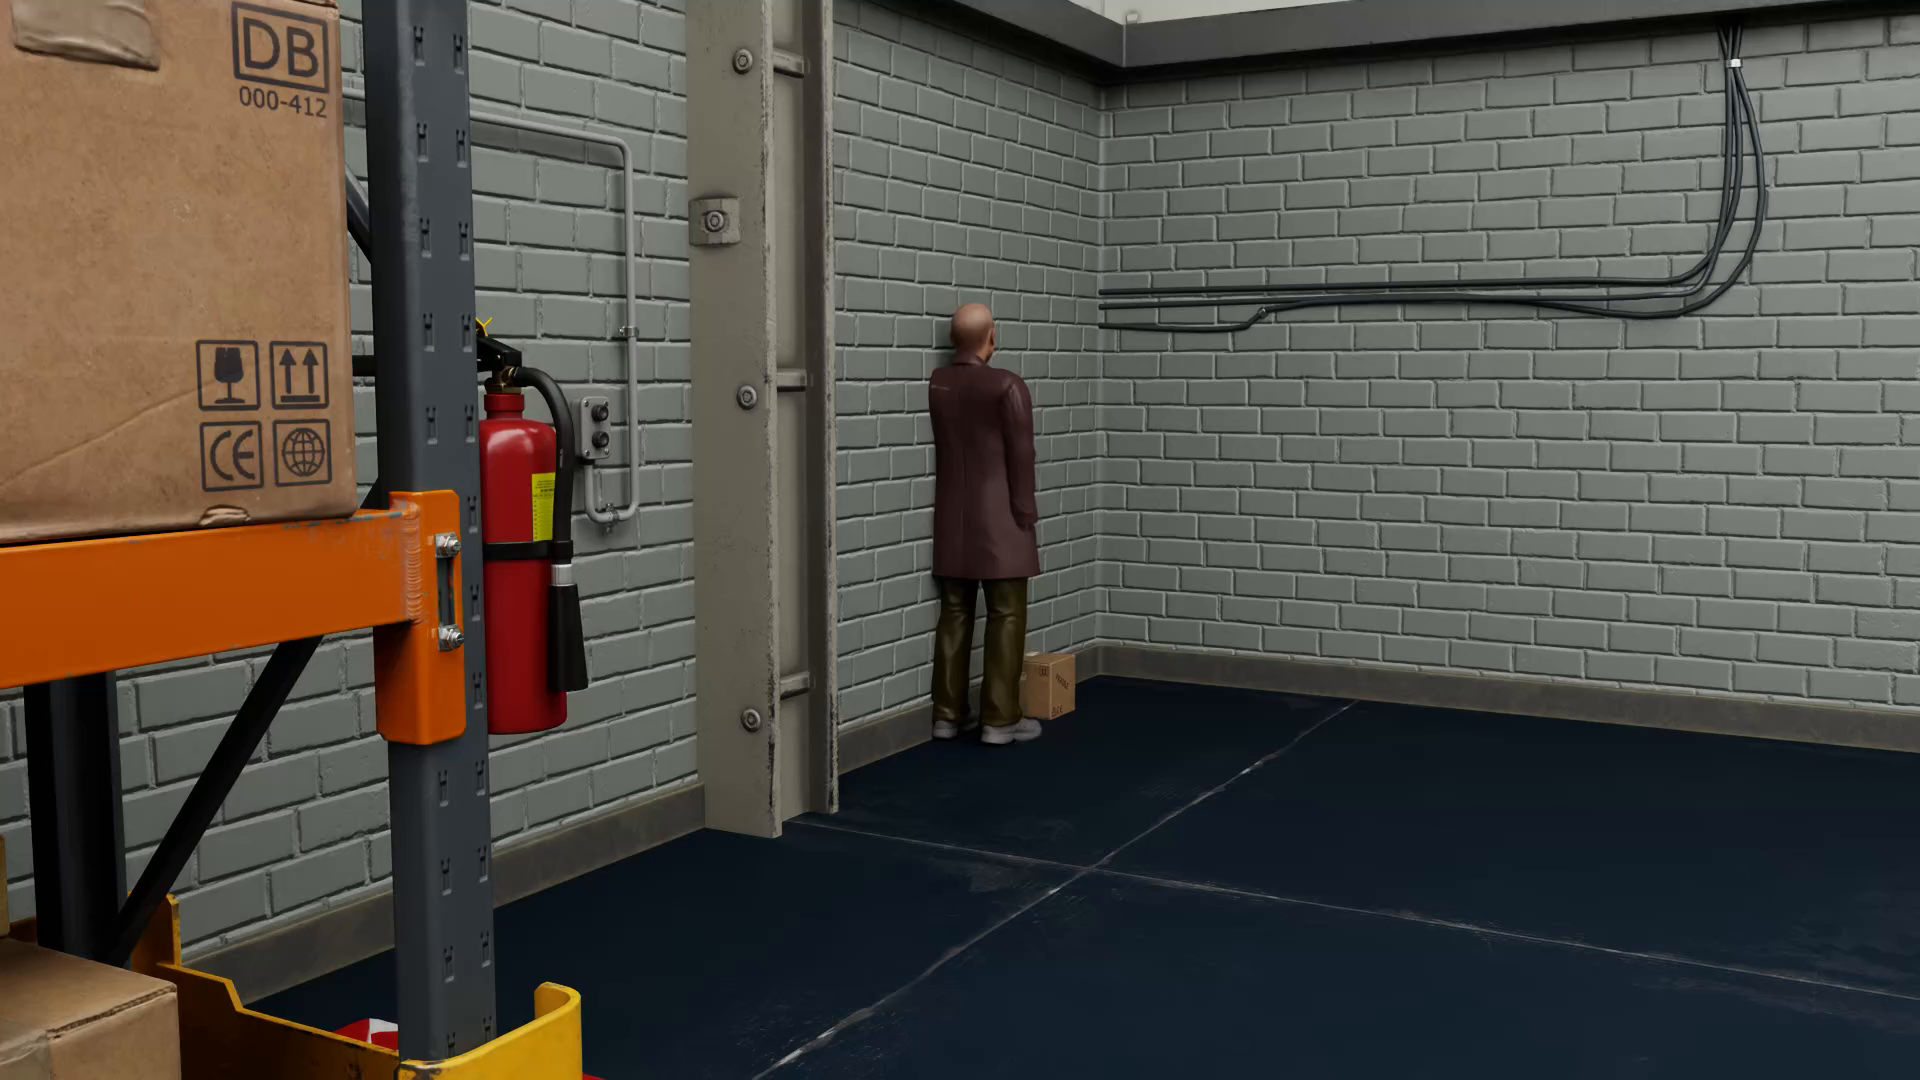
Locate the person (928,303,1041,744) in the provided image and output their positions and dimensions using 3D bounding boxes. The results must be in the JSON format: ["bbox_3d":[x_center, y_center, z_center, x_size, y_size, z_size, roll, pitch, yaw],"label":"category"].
[{"bbox_3d":[0.070,-0.070,6.808,0.562,1.781,0.380,3,7,30],"label":"person"}]
